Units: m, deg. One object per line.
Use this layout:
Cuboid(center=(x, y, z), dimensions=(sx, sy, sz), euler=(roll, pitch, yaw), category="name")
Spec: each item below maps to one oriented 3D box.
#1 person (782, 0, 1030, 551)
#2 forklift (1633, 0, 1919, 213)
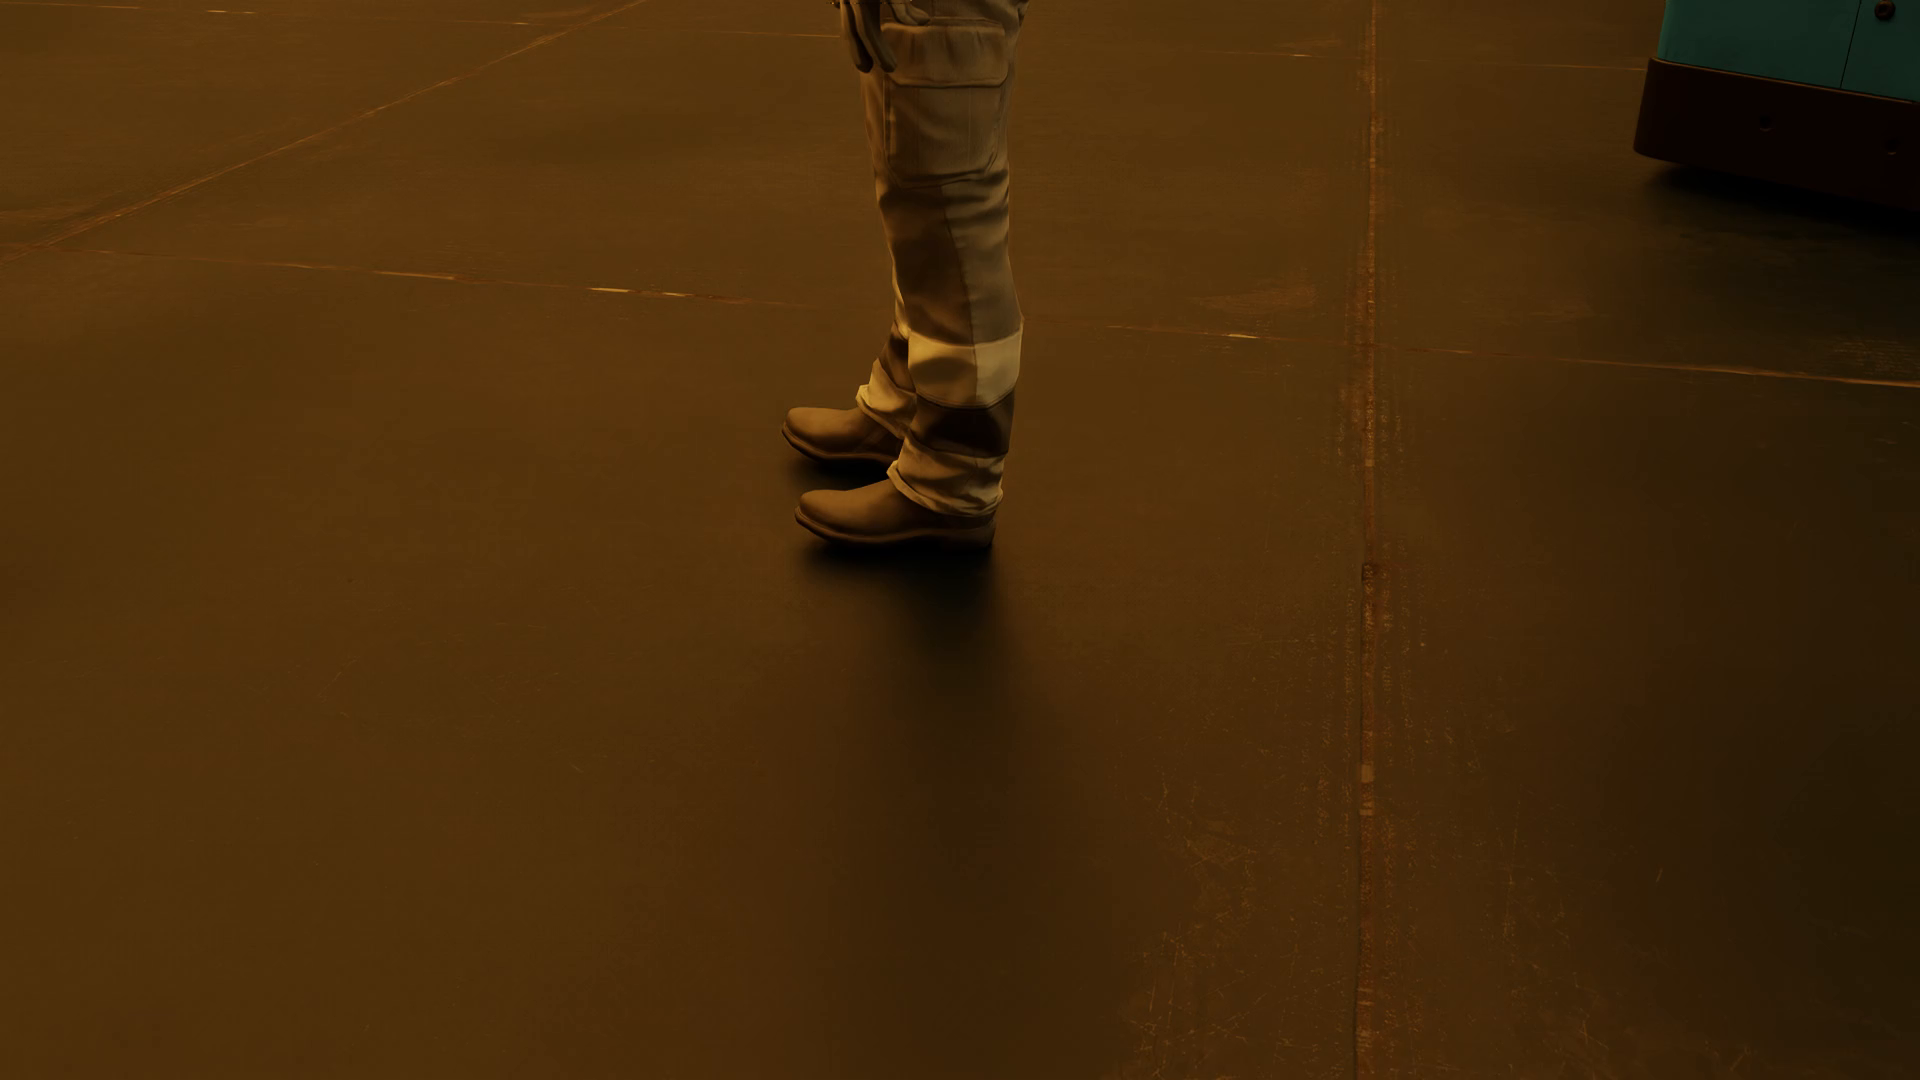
Cuboid(center=(-0.077, -0.818, 2.119), dimensions=(0.562, 1.789, 0.638), euler=(6, 27, 11), category="person")
Cuboid(center=(3.230, -2.513, 4.228), dimensions=(3.031, 2.935, 1.130), euler=(-20, 33, -34), category="forklift")
